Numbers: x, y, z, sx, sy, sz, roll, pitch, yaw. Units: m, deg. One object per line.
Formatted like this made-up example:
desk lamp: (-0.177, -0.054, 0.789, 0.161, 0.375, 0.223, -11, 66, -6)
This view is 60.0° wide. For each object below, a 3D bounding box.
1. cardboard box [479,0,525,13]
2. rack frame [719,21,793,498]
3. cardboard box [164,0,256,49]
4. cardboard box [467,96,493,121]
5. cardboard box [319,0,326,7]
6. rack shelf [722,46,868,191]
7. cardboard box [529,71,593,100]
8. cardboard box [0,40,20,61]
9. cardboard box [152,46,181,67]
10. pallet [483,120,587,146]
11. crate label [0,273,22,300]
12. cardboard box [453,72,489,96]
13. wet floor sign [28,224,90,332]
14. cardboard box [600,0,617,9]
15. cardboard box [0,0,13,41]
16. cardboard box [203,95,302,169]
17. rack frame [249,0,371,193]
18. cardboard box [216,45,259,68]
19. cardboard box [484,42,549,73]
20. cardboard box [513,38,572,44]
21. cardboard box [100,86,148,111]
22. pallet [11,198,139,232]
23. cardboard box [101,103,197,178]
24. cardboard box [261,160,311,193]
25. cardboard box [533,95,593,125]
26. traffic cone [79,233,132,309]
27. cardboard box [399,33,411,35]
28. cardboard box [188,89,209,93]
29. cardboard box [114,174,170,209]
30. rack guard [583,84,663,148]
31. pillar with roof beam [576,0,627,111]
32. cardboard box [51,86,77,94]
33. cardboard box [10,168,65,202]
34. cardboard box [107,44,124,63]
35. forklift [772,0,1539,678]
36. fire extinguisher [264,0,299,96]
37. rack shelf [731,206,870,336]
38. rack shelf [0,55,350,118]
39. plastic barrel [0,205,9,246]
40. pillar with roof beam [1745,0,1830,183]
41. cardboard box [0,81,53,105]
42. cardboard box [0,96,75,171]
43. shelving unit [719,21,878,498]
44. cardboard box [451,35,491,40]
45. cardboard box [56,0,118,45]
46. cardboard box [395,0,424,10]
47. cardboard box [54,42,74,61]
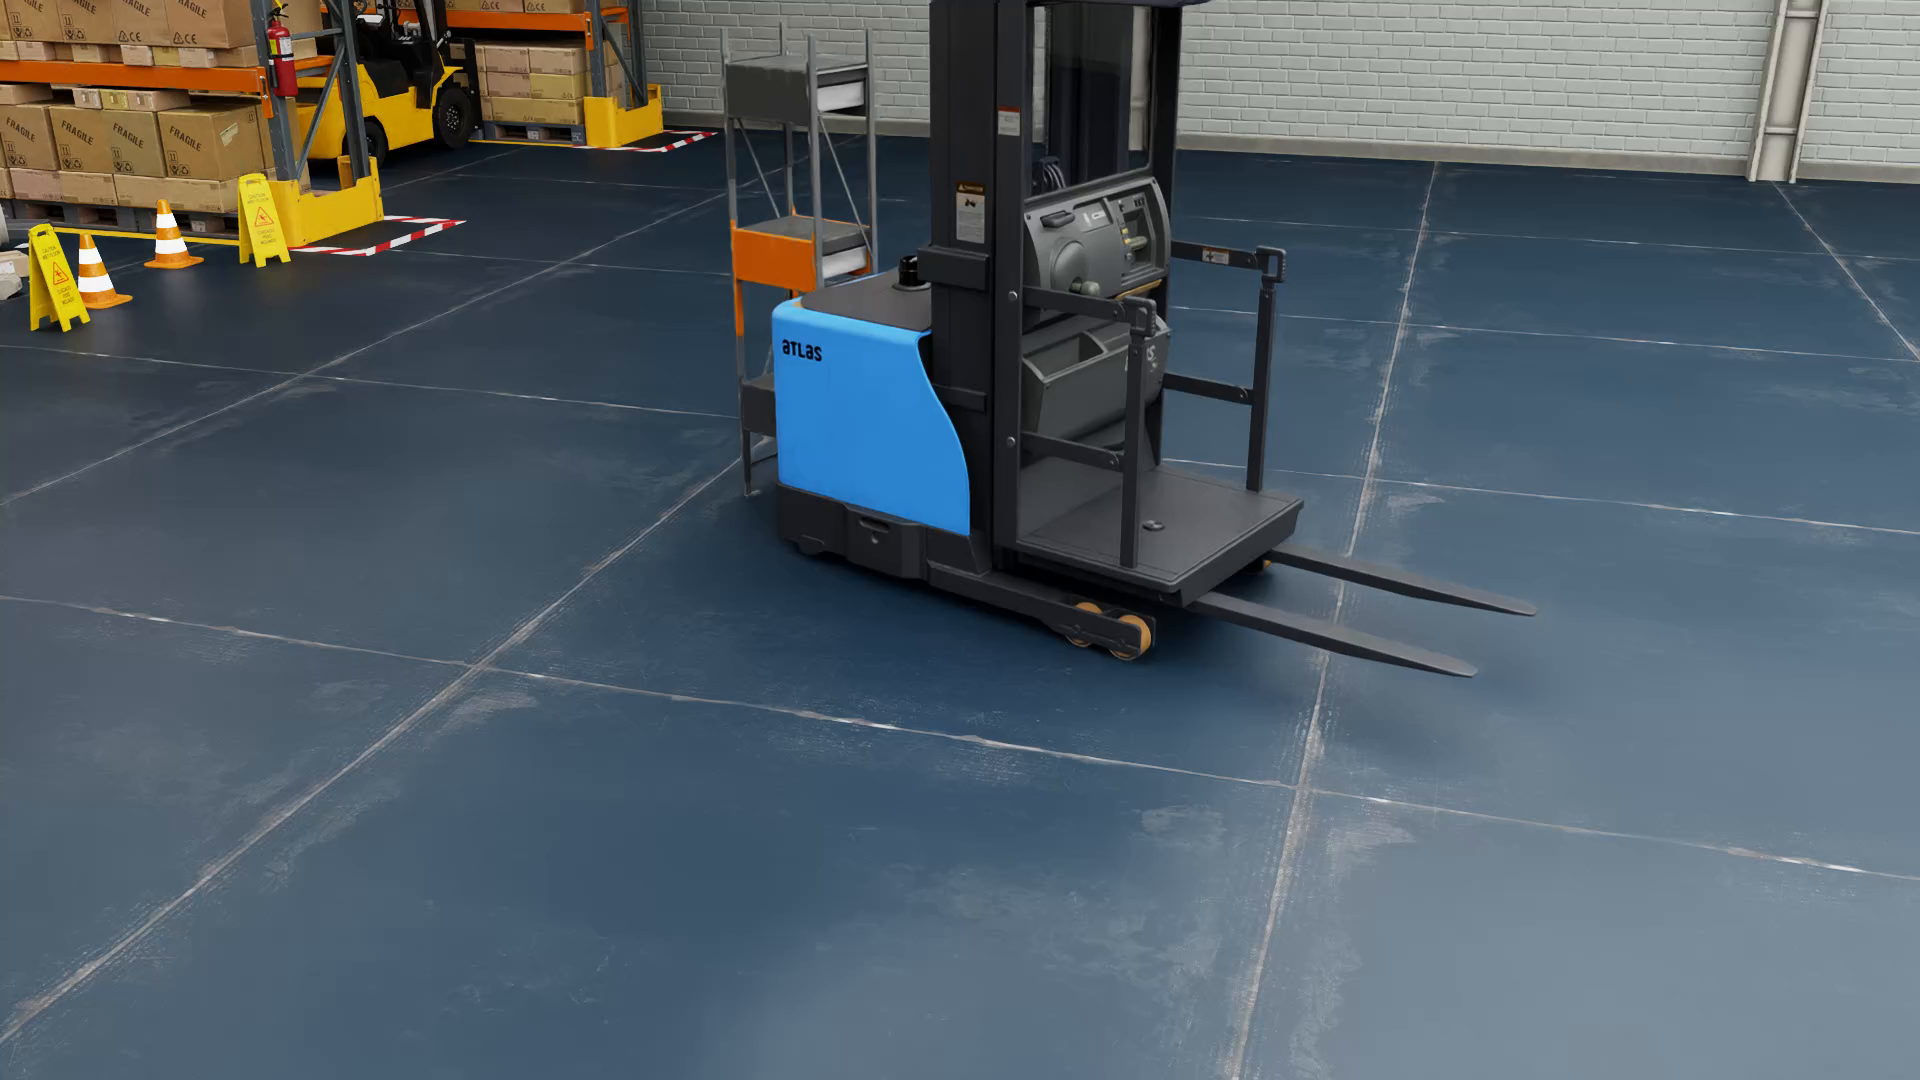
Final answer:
cardboard box: (-4.607, -5.714, 17.117, 0.500, 0.500, 0.500, 7, 23, 17)
rack frame: (-0.882, -1.229, 7.500, 0.015, 2.100, 0.400, 16, 27, 33)
cardboard box: (-5.596, -3.989, 12.518, 0.500, 0.500, 0.500, 6, 23, 15)
cardboard box: (-5.057, -4.624, 17.661, 0.500, 0.250, 0.500, 7, 23, 16)
cardboard box: (-6.543, -5.939, 17.665, 0.500, 0.500, 0.500, 7, 23, 16)
rack shelf: (-0.686, -1.809, 7.105, 0.480, 0.518, 0.431, 16, 27, 33)
cardboard box: (-4.122, -4.743, 17.290, 0.500, 0.250, 0.500, 6, 23, 15)
cardboard box: (-7.395, -3.873, 13.090, 0.250, 0.149, 0.380, 7, 23, 16)
cardboard box: (-5.930, -3.716, 12.707, 0.250, 0.149, 0.380, 6, 23, 15)
pallet: (-4.310, -4.428, 17.786, 1.213, 0.211, 1.003, 7, 23, 16)
crate label: (-6.546, -1.723, 11.289, 0.298, 0.136, 0.250, -5, 23, -12)
cardboard box: (-5.100, -4.850, 17.553, 0.500, 0.250, 0.500, 6, 23, 14)
wet floor sign: (-5.730, -1.663, 10.474, 0.232, 0.644, 0.267, 3, 22, 6)
cardboard box: (-3.960, -5.851, 17.449, 0.500, 0.500, 0.500, 7, 23, 17)
cardboard box: (-7.521, -4.212, 13.062, 0.500, 0.500, 0.500, 6, 23, 15)
cardboard box: (-5.712, -3.306, 13.458, 0.500, 0.500, 0.500, 6, 23, 14)
rack frame: (-4.996, -3.845, 12.692, 0.127, 3.000, 1.000, 7, 23, 16)
cardboard box: (-5.416, -3.692, 12.650, 0.250, 0.149, 0.380, 7, 23, 17)
cardboard box: (-4.588, -5.025, 17.320, 0.500, 0.250, 0.500, 7, 23, 16)
cardboard box: (-4.451, -5.209, 17.769, 0.500, 0.250, 0.500, 7, 23, 16)
cardboard box: (-6.449, -3.452, 12.961, 0.250, 0.149, 0.380, 7, 23, 16)
pallet: (-7.001, -2.800, 13.818, 1.213, 0.211, 1.003, 7, 23, 16)
cardboard box: (-6.339, -3.164, 13.112, 0.500, 0.500, 0.500, 7, 23, 17)
cardboard box: (-5.689, -2.956, 13.595, 0.500, 0.250, 0.500, 6, 23, 15)
cardboard box: (-4.107, -4.508, 17.378, 0.500, 0.250, 0.500, 7, 23, 16)
traffic cone: (-5.776, -1.810, 11.072, 0.334, 0.463, 0.336, 7, 23, 16)
cardboard box: (-6.379, -5.439, 18.329, 0.500, 0.250, 0.500, 6, 23, 15)
cardboard box: (-8.639, -5.324, 18.873, 0.625, 0.625, 0.875, 6, 23, 15)
cardboard box: (-6.342, -2.818, 13.257, 0.500, 0.250, 0.500, 7, 23, 16)
rack guard: (-3.543, -4.490, 17.558, 0.348, 0.500, 1.175, 7, 23, 16)
pillar with roof beam: (-5.216, -7.265, 13.123, 0.400, 9.000, 9.100, 7, 23, 16)
cardboard box: (-7.694, -3.531, 14.006, 0.500, 0.500, 0.500, 7, 23, 16)
cardboard box: (-7.316, -2.932, 13.534, 0.500, 0.250, 0.500, 6, 23, 15)
cardboard box: (-6.390, -3.812, 12.942, 0.250, 0.149, 0.380, 7, 23, 16)
forklift: (0.698, -1.137, 6.179, 3.031, 2.935, 1.130, 16, 27, 33)
fire extinguisher: (-5.020, -3.630, 12.268, 0.183, 0.674, 0.296, 7, 23, 16)
rack shelf: (-0.686, -1.161, 7.370, 0.480, 0.518, 0.431, 16, 27, 33)
rack shelf: (-6.911, -3.732, 13.363, 4.000, 0.370, 1.077, 7, 23, 16)
plastic barrel: (-7.411, -2.330, 12.392, 0.512, 0.421, 0.421, -14, 26, -30)
pillar with roof beam: (6.273, -5.949, 9.916, 0.400, 9.000, 9.100, 7, 23, 16)
cardboard box: (-7.486, -3.571, 13.249, 0.250, 0.149, 0.380, 8, 24, 19)
cardboard box: (-7.327, -3.278, 13.391, 0.500, 0.500, 0.500, 8, 24, 18)
shelving unit: (-0.686, -1.174, 7.365, 0.503, 2.100, 0.431, 16, 27, 33)
cardboard box: (-5.415, -5.326, 18.055, 0.500, 0.250, 0.500, 6, 23, 14)
cardboard box: (-6.552, -4.101, 12.792, 0.500, 0.500, 0.500, 6, 23, 15)
cardboard box: (-5.582, -5.822, 17.378, 0.500, 0.500, 0.500, 7, 23, 16)
cardboard box: (-6.874, -3.867, 13.076, 0.250, 0.149, 0.380, 7, 23, 16)
